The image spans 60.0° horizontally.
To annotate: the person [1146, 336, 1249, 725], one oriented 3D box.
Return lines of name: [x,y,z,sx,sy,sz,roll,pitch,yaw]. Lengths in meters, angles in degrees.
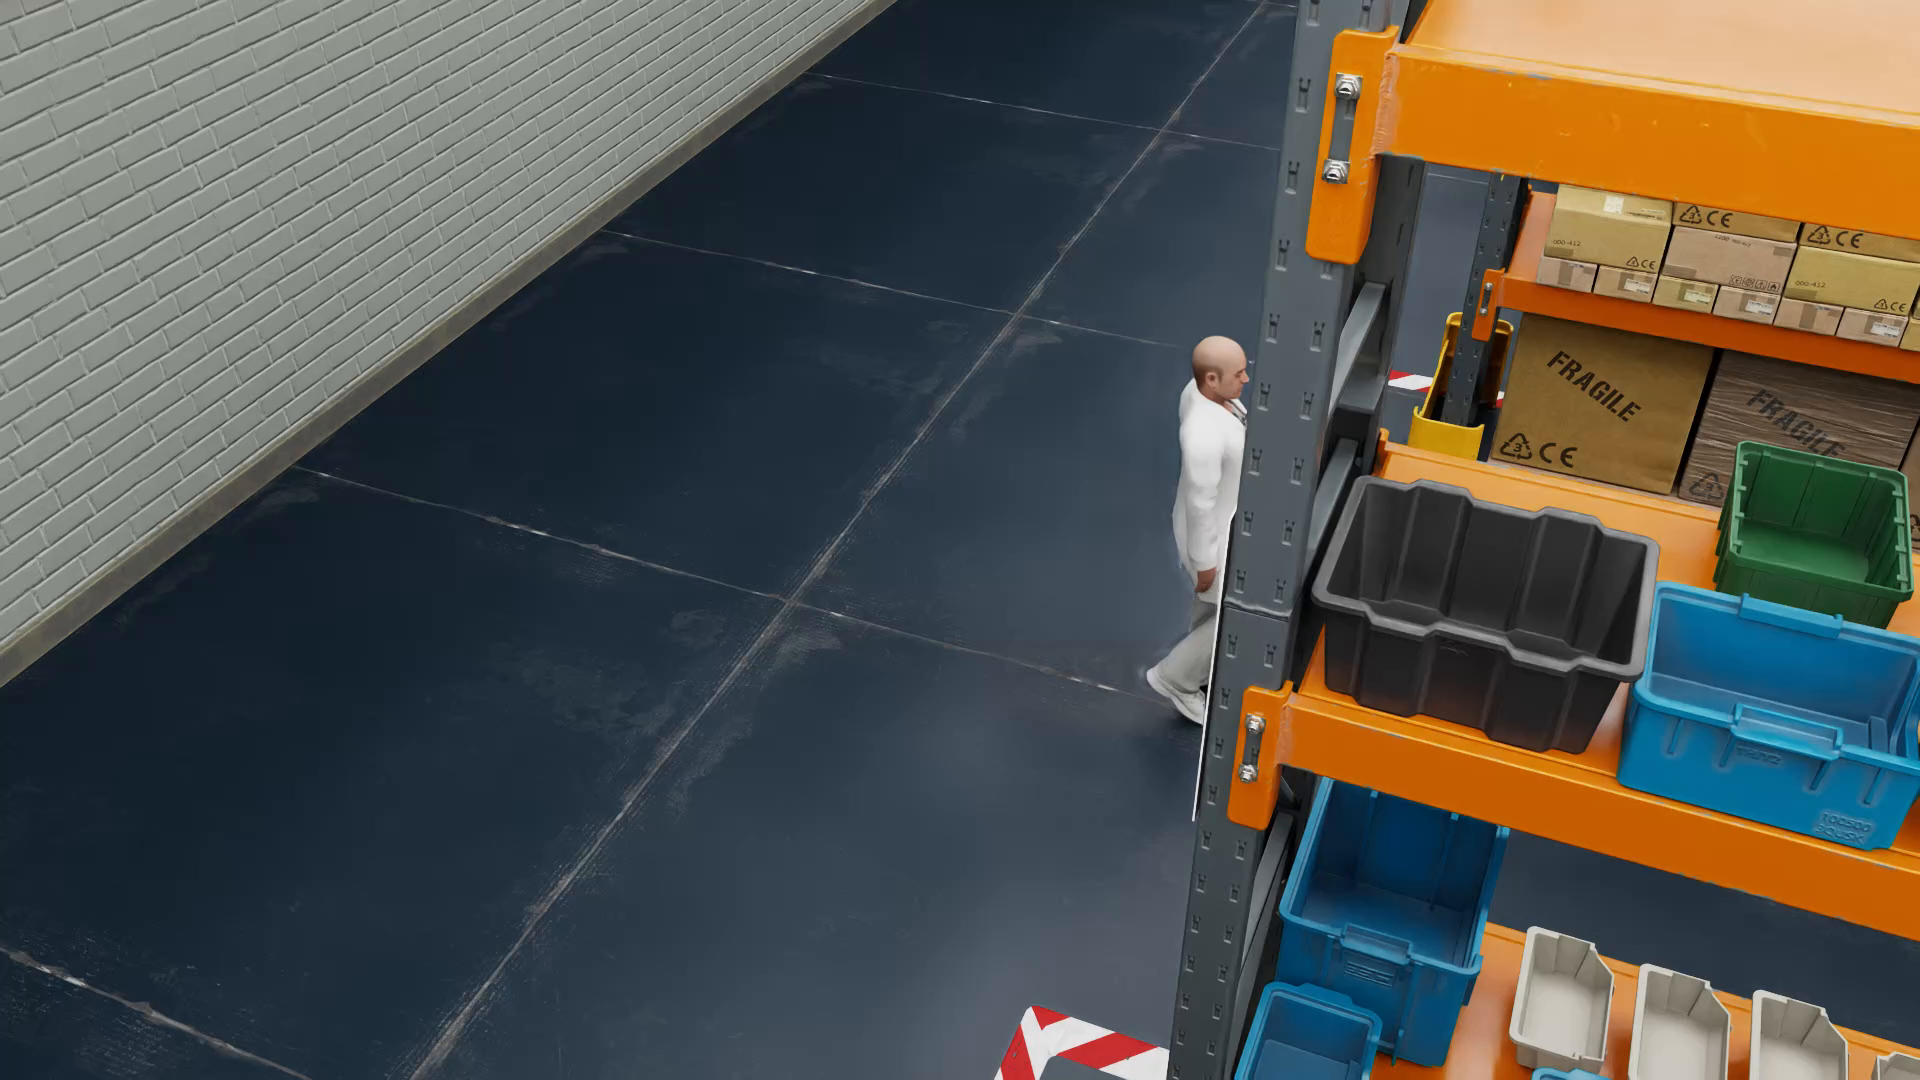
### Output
person: [1.096,-0.041,6.863,0.563,1.786,0.618,2,37,3]
